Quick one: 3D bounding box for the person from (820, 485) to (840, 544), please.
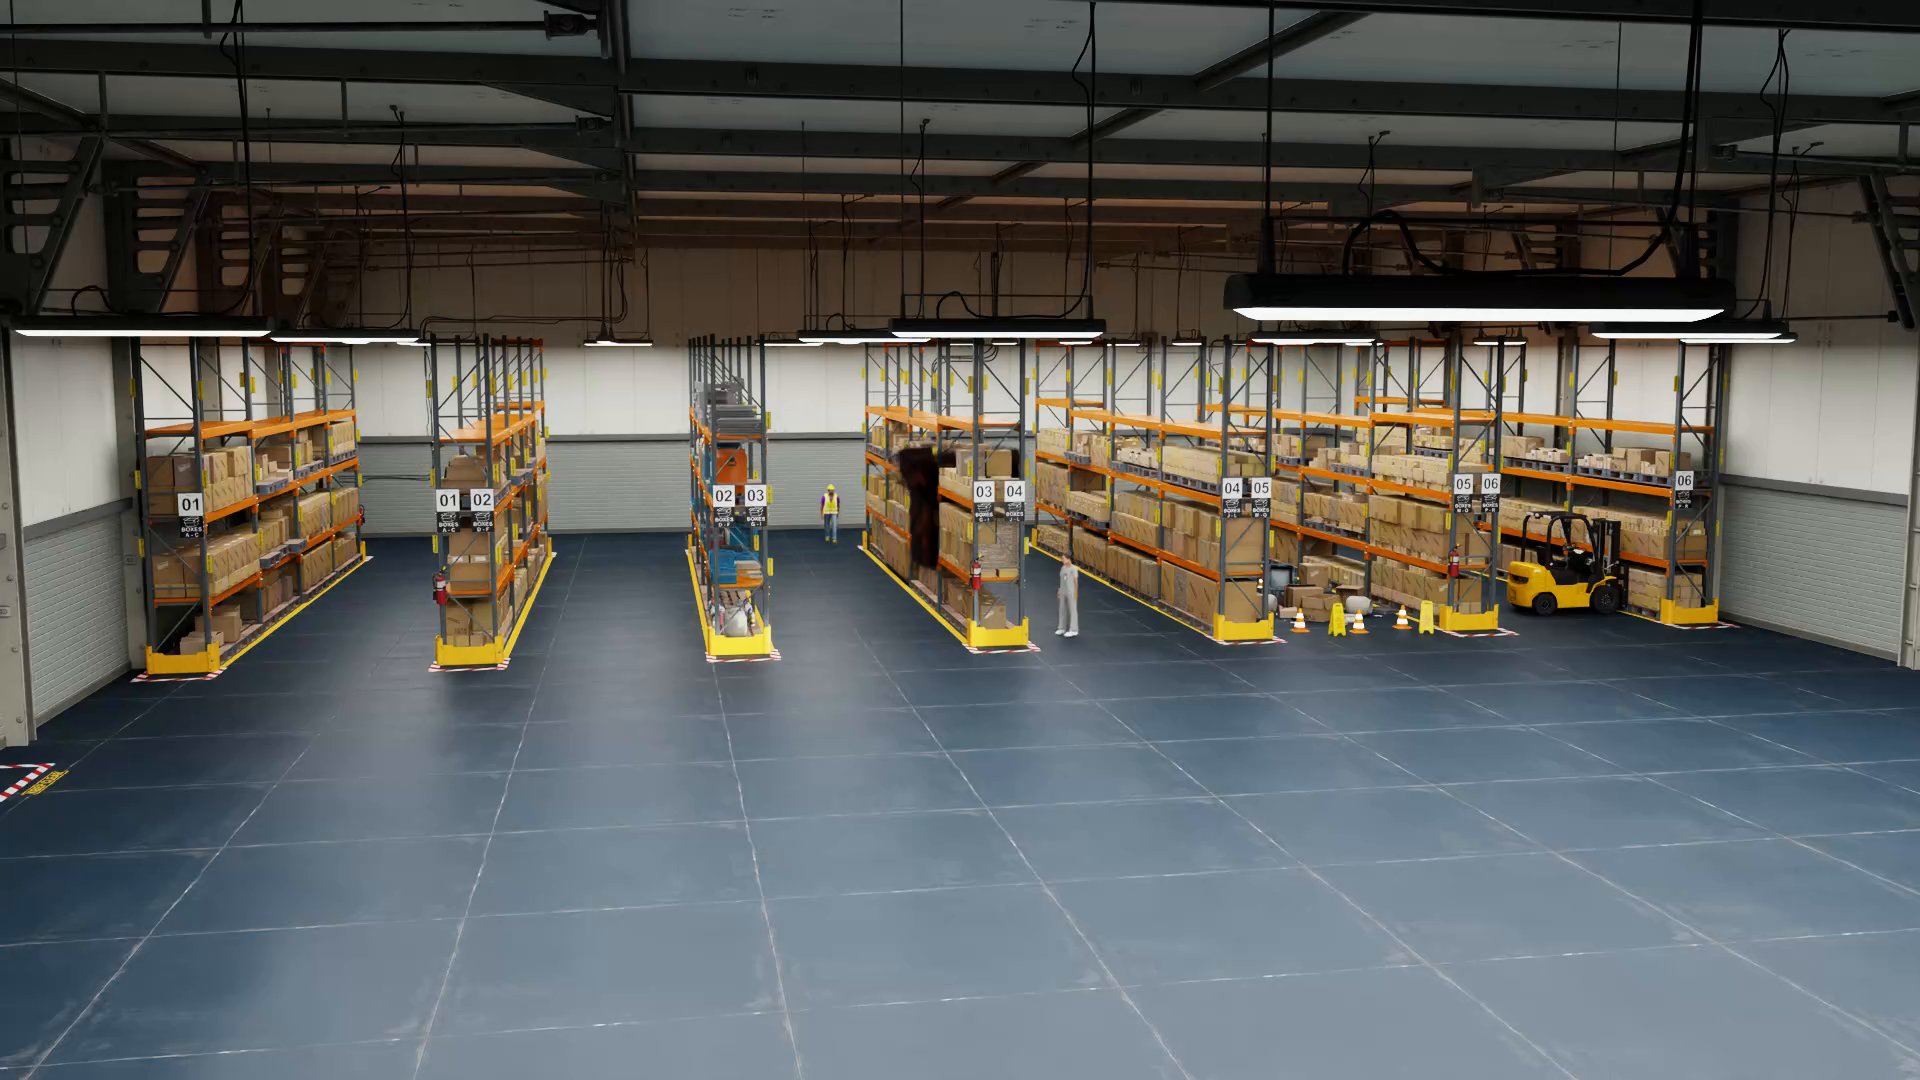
[{"bbox_3d":[-3.823,-0.769,49.042,0.586,1.714,1.014,-1,7,-9],"label":"person"}]

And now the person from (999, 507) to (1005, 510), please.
[{"bbox_3d":[1.016,-0.665,48.513,0.595,1.778,0.947,-1,7,-7],"label":"person"}]

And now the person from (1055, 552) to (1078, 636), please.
[{"bbox_3d":[2.133,1.067,33.349,0.414,1.679,0.484,-6,9,-42],"label":"person"}]

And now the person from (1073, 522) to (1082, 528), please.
[{"bbox_3d":[3.473,-0.837,49.767,0.431,1.801,0.565,-4,8,-31],"label":"person"}]
